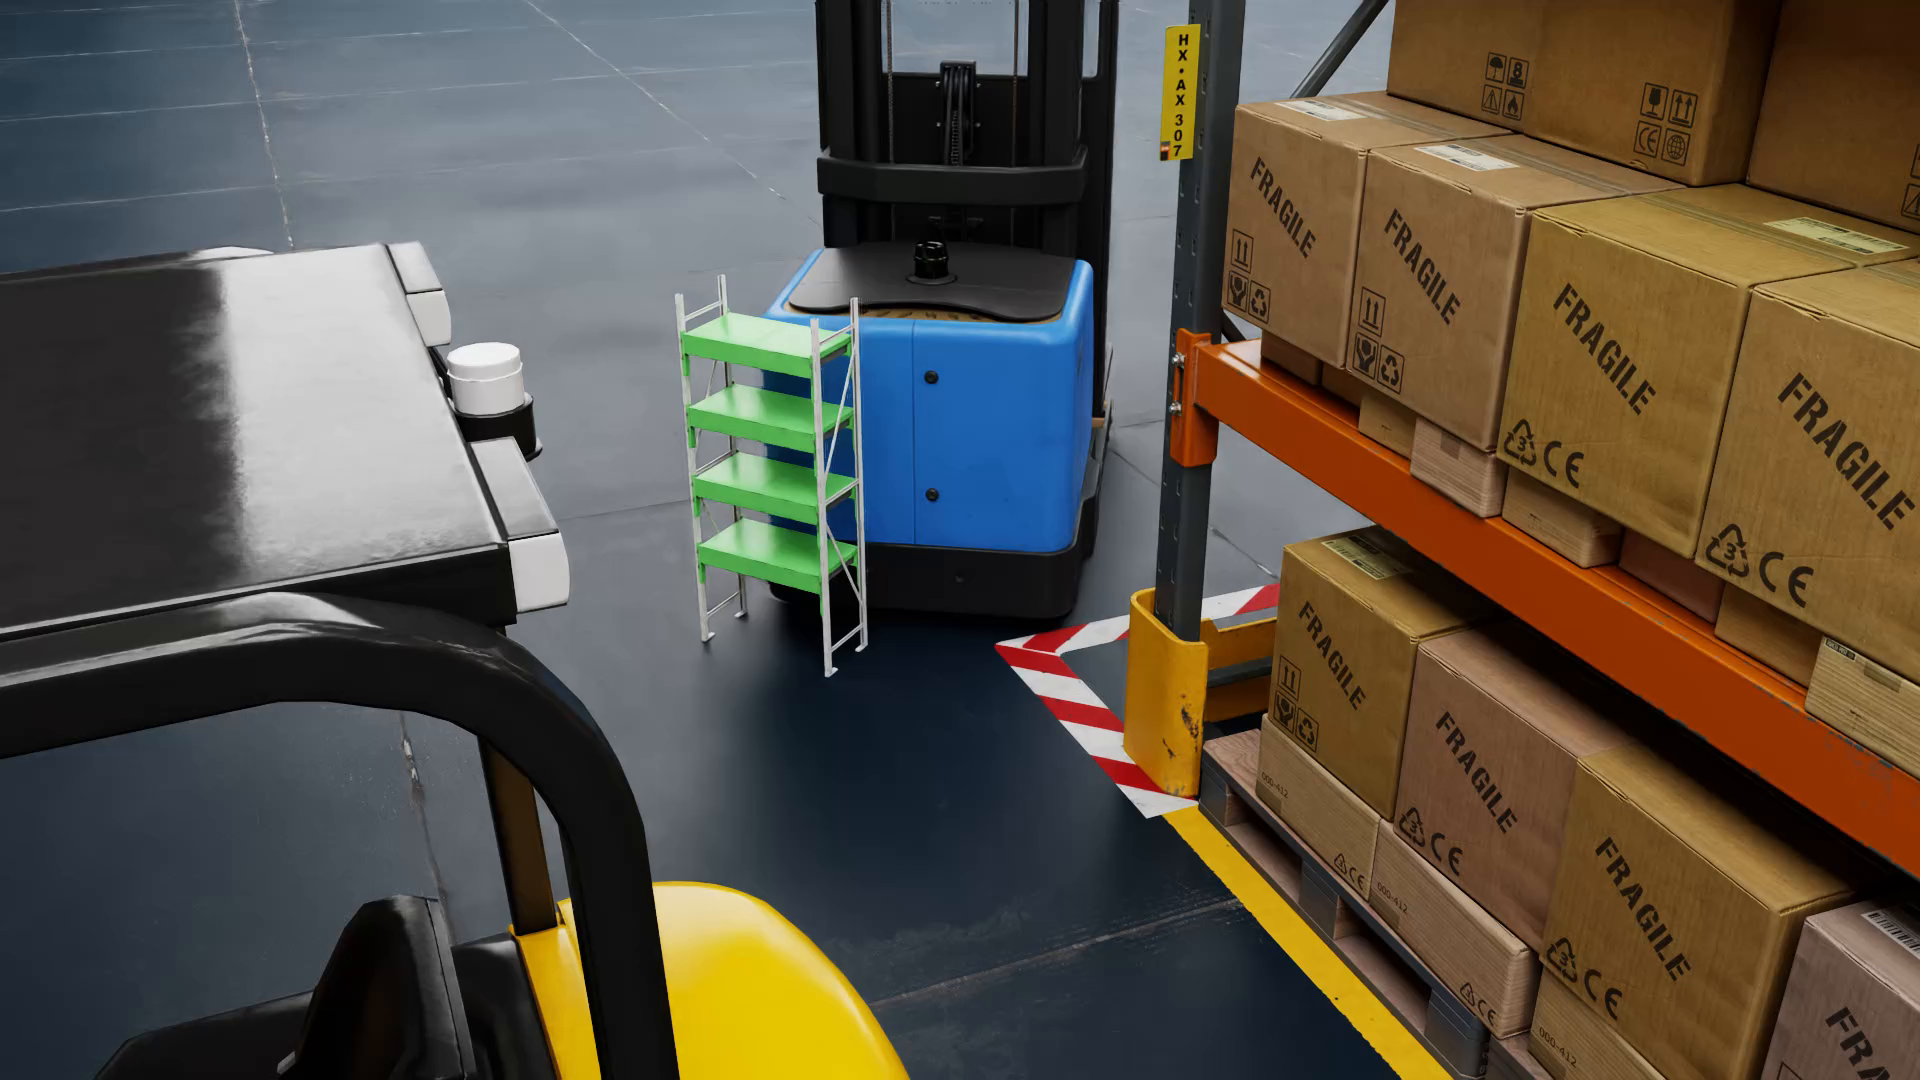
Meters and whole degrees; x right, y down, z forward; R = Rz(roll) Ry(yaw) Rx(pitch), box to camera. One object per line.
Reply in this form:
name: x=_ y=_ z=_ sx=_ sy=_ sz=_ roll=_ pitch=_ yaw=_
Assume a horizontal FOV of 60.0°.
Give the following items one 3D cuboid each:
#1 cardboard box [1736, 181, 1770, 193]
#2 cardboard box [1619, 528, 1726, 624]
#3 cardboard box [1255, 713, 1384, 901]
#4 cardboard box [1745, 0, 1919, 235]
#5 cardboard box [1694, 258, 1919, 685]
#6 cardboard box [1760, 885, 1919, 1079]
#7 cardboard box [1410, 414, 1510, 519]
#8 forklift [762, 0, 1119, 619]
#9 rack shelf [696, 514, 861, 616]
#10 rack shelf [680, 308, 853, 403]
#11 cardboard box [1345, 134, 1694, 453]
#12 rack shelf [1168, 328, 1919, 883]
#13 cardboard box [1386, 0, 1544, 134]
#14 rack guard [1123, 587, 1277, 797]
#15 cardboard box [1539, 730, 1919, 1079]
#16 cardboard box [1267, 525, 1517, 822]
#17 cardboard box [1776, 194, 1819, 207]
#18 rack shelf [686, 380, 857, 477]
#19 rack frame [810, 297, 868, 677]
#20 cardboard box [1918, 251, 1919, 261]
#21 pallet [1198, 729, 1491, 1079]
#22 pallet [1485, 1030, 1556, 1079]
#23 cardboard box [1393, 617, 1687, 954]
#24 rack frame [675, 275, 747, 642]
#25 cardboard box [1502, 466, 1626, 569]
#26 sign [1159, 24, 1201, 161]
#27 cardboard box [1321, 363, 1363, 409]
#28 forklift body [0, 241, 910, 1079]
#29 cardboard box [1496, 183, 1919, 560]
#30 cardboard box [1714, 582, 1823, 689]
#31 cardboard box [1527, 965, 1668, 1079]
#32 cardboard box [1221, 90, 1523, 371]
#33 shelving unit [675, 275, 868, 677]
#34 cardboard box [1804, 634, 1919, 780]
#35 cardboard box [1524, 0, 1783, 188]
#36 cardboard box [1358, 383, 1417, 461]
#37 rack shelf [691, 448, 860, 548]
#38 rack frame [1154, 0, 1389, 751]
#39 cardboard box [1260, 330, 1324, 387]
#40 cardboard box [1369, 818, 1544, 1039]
cardboard box: x=1.701 y=-0.608 z=3.624 sx=0.500 sy=0.500 sz=0.500 roll=-11 pitch=28 yaw=-20
cardboard box: x=1.475 y=0.007 z=3.103 sx=0.380 sy=0.149 sz=0.250 roll=-10 pitch=28 yaw=-19
cardboard box: x=1.105 y=0.616 z=4.226 sx=0.500 sy=0.250 sz=0.500 roll=-11 pitch=28 yaw=-21
cardboard box: x=1.930 y=-0.870 z=3.020 sx=0.700 sy=0.500 sz=0.500 roll=-11 pitch=28 yaw=-21
cardboard box: x=1.587 y=-0.126 z=2.637 sx=0.500 sy=0.500 sz=0.500 roll=-11 pitch=28 yaw=-22
cardboard box: x=1.730 y=0.917 z=2.754 sx=0.500 sy=0.500 sz=0.500 roll=-9 pitch=27 yaw=-18
cardboard box: x=1.184 y=-0.188 z=3.503 sx=0.380 sy=0.149 sz=0.250 roll=-10 pitch=28 yaw=-20
forklift: x=0.058 y=-1.673 z=6.336 sx=1.130 sy=2.935 sz=3.031 roll=3 pitch=26 yaw=7
rack shelf: x=-0.585 y=0.077 z=5.417 sx=0.480 sy=0.148 sz=0.258 roll=13 pitch=29 yaw=25
rack shelf: x=-0.585 y=-0.570 z=5.101 sx=0.480 sy=0.148 sz=0.258 roll=13 pitch=29 yaw=25
cardboard box: x=1.180 y=-0.536 z=3.475 sx=0.500 sy=0.500 sz=0.500 roll=-10 pitch=28 yaw=-19
rack shelf: x=1.827 y=0.326 z=2.983 sx=1.077 sy=0.370 sz=4.000 roll=-11 pitch=28 yaw=-21
cardboard box: x=1.444 y=-1.264 z=3.827 sx=0.700 sy=0.500 sz=0.500 roll=-11 pitch=28 yaw=-22
rack guard: x=1.073 y=0.349 z=4.965 sx=1.175 sy=0.500 sz=0.348 roll=-11 pitch=28 yaw=-21
cardboard box: x=1.513 y=0.702 z=3.193 sx=0.500 sy=0.500 sz=0.500 roll=-10 pitch=28 yaw=-20
cardboard box: x=1.115 y=0.288 z=4.042 sx=0.500 sy=0.500 sz=0.500 roll=-12 pitch=28 yaw=-22
cardboard box: x=1.894 y=-0.406 z=3.209 sx=0.500 sy=0.500 sz=0.500 roll=-11 pitch=28 yaw=-21
rack shelf: x=-0.585 y=-0.354 z=5.206 sx=0.480 sy=0.148 sz=0.258 roll=13 pitch=29 yaw=25
rack frame: x=-0.371 y=-0.145 z=5.179 sx=0.015 sy=1.200 sz=0.240 roll=13 pitch=29 yaw=25
cardboard box: x=1.998 y=-0.645 z=2.559 sx=0.700 sy=0.500 sz=0.500 roll=-11 pitch=28 yaw=-21
pallet: x=1.359 y=0.813 z=4.344 sx=1.003 sy=0.211 sz=1.213 roll=-11 pitch=28 yaw=-21
pallet: x=1.833 y=1.305 z=3.337 sx=1.003 sy=0.211 sz=1.213 roll=-11 pitch=28 yaw=-21
cardboard box: x=1.324 y=0.498 z=3.611 sx=0.500 sy=0.500 sz=0.500 roll=-12 pitch=28 yaw=-23
rack frame: x=-0.800 y=-0.247 z=5.388 sx=0.015 sy=1.200 sz=0.240 roll=13 pitch=29 yaw=25
cardboard box: x=1.317 y=-0.089 z=3.301 sx=0.380 sy=0.149 sz=0.250 roll=-10 pitch=28 yaw=-19
sign: x=0.544 y=-1.100 z=4.098 sx=0.100 sy=0.325 sz=0.005 roll=-11 pitch=28 yaw=-21
cardboard box: x=1.098 y=-0.419 z=3.977 sx=0.380 sy=0.149 sz=0.250 roll=-10 pitch=28 yaw=-20
forklift body: x=-1.101 y=0.883 z=1.989 sx=2.313 sy=2.155 sz=1.214 roll=-11 pitch=28 yaw=-21
cardboard box: x=1.380 y=-0.330 z=3.054 sx=0.500 sy=0.500 sz=0.500 roll=-11 pitch=28 yaw=-22
cardboard box: x=1.551 y=0.119 z=2.875 sx=0.380 sy=0.149 sz=0.250 roll=-11 pitch=28 yaw=-22
cardboard box: x=1.523 y=1.041 z=3.354 sx=0.500 sy=0.250 sz=0.500 roll=-9 pitch=27 yaw=-17
cardboard box: x=0.974 y=-0.744 z=3.902 sx=0.500 sy=0.500 sz=0.500 roll=-11 pitch=28 yaw=-21
shelving unit: x=-0.585 y=-0.196 z=5.284 sx=0.503 sy=1.200 sz=0.258 roll=13 pitch=29 yaw=25
cardboard box: x=1.596 y=0.230 z=2.646 sx=0.380 sy=0.149 sz=0.250 roll=-10 pitch=28 yaw=-20
cardboard box: x=1.636 y=-1.058 z=3.406 sx=0.700 sy=0.500 sz=0.500 roll=-10 pitch=28 yaw=-20
cardboard box: x=1.127 y=-0.298 z=3.729 sx=0.380 sy=0.149 sz=0.250 roll=-12 pitch=28 yaw=-22
rack shelf: x=-0.585 y=-0.139 z=5.312 sx=0.480 sy=0.148 sz=0.258 roll=13 pitch=29 yaw=25
rack frame: x=1.044 y=-0.805 z=4.479 sx=1.000 sy=3.000 sz=0.127 roll=-11 pitch=28 yaw=-21
cardboard box: x=0.986 y=-0.519 z=4.180 sx=0.380 sy=0.149 sz=0.250 roll=-10 pitch=28 yaw=-20
cardboard box: x=1.298 y=0.823 z=3.801 sx=0.500 sy=0.250 sz=0.500 roll=-10 pitch=28 yaw=-19
